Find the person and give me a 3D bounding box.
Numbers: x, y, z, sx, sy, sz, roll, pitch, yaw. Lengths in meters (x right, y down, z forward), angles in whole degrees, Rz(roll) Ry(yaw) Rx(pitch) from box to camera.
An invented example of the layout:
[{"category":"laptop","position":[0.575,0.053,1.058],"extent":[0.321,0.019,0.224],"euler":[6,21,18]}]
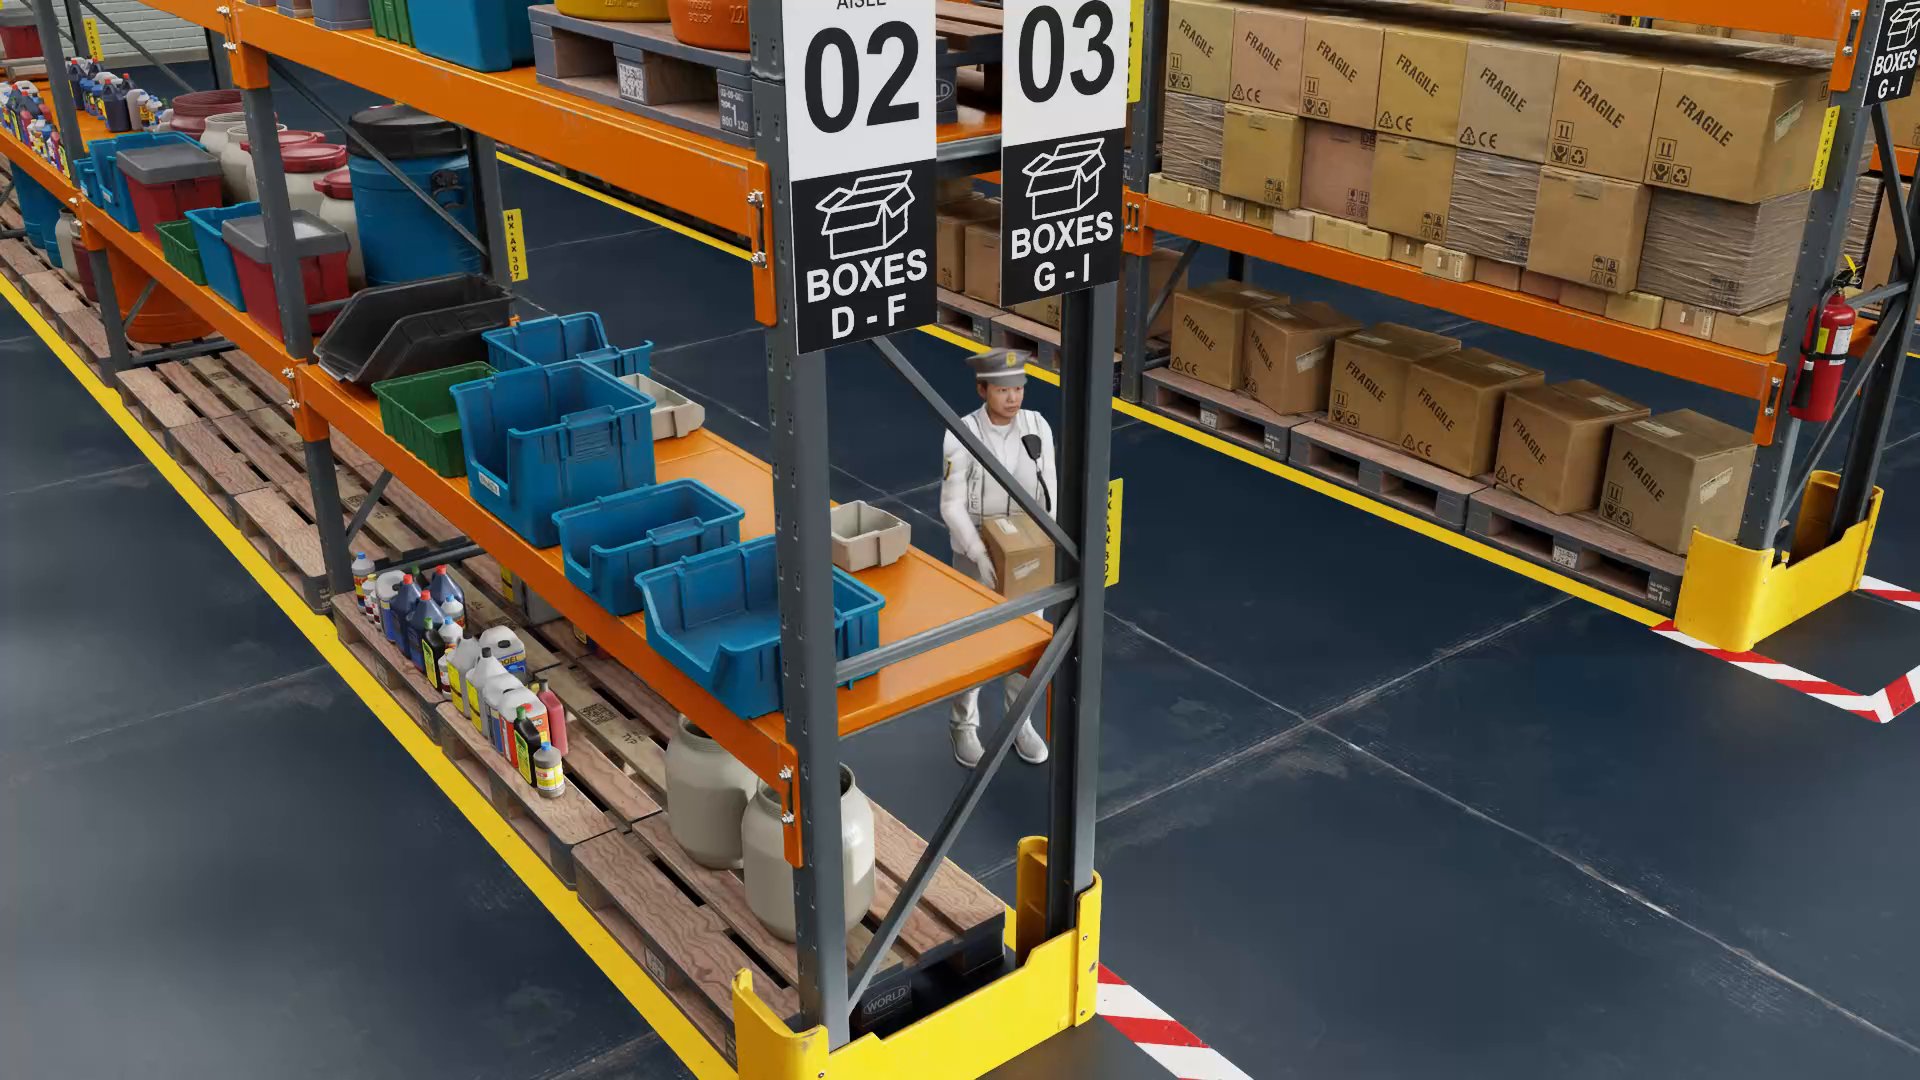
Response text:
[{"category":"person","position":[0.177,0.082,6.392],"extent":[0.489,1.692,0.489],"euler":[-9,26,-18]}]
